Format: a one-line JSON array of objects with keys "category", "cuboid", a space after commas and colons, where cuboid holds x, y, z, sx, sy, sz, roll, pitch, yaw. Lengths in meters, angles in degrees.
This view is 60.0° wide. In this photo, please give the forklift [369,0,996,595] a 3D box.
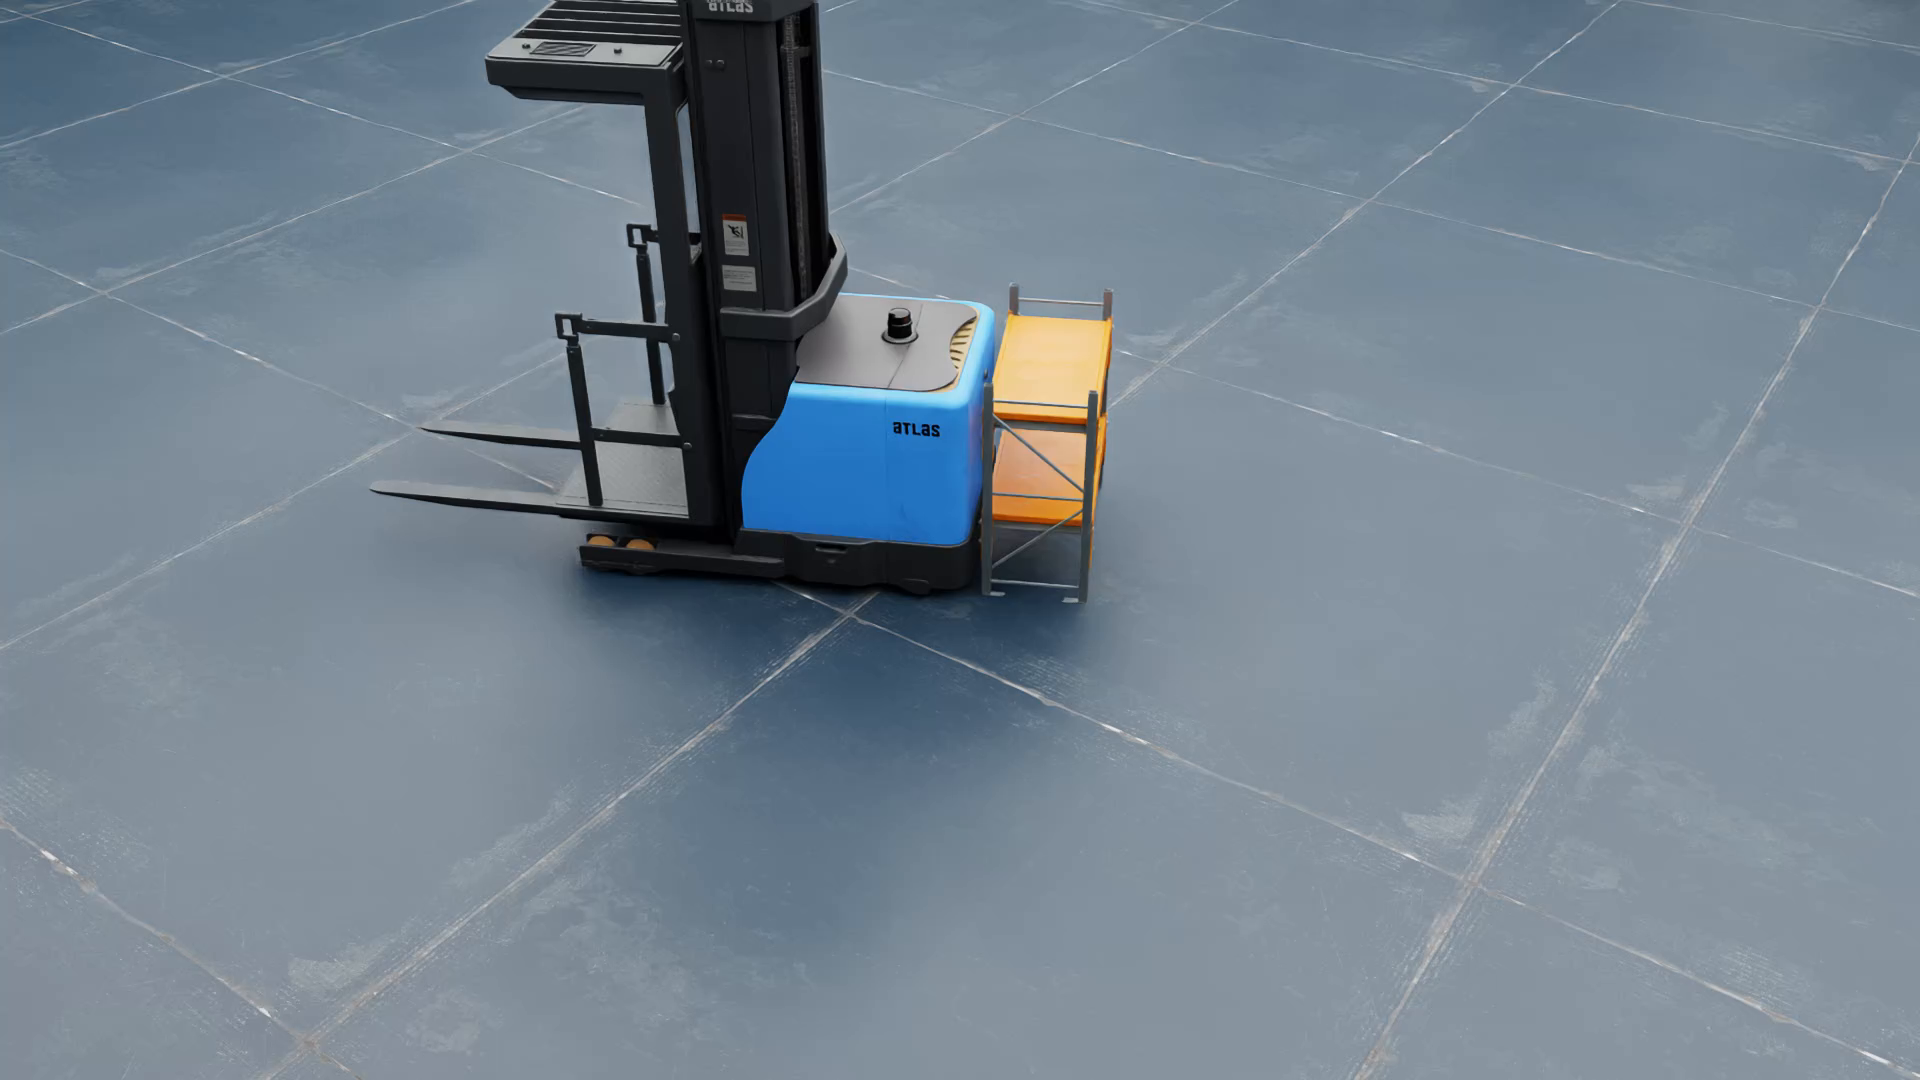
[{"category": "forklift", "cuboid": [-1.380, -1.335, 7.608, 3.031, 2.935, 1.130, 5, 34, 7]}]

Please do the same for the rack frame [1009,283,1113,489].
[{"category": "rack frame", "cuboid": [0.490, -0.757, 8.365, 0.500, 1.125, 0.032, 4, 34, 7]}]

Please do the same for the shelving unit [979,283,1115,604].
[{"category": "shelving unit", "cuboid": [0.421, -0.475, 7.948, 0.538, 1.125, 1.048, 4, 34, 7]}]

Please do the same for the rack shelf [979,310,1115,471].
[{"category": "rack shelf", "cuboid": [0.421, -0.717, 7.784, 0.538, 0.278, 1.000, 4, 34, 7]}]

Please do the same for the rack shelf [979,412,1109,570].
[{"category": "rack shelf", "cuboid": [0.421, -0.272, 8.085, 0.538, 0.278, 1.000, 4, 34, 7]}]

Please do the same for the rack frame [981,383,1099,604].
[{"category": "rack frame", "cuboid": [0.351, -0.193, 7.531, 0.500, 1.125, 0.032, 4, 34, 7]}]
